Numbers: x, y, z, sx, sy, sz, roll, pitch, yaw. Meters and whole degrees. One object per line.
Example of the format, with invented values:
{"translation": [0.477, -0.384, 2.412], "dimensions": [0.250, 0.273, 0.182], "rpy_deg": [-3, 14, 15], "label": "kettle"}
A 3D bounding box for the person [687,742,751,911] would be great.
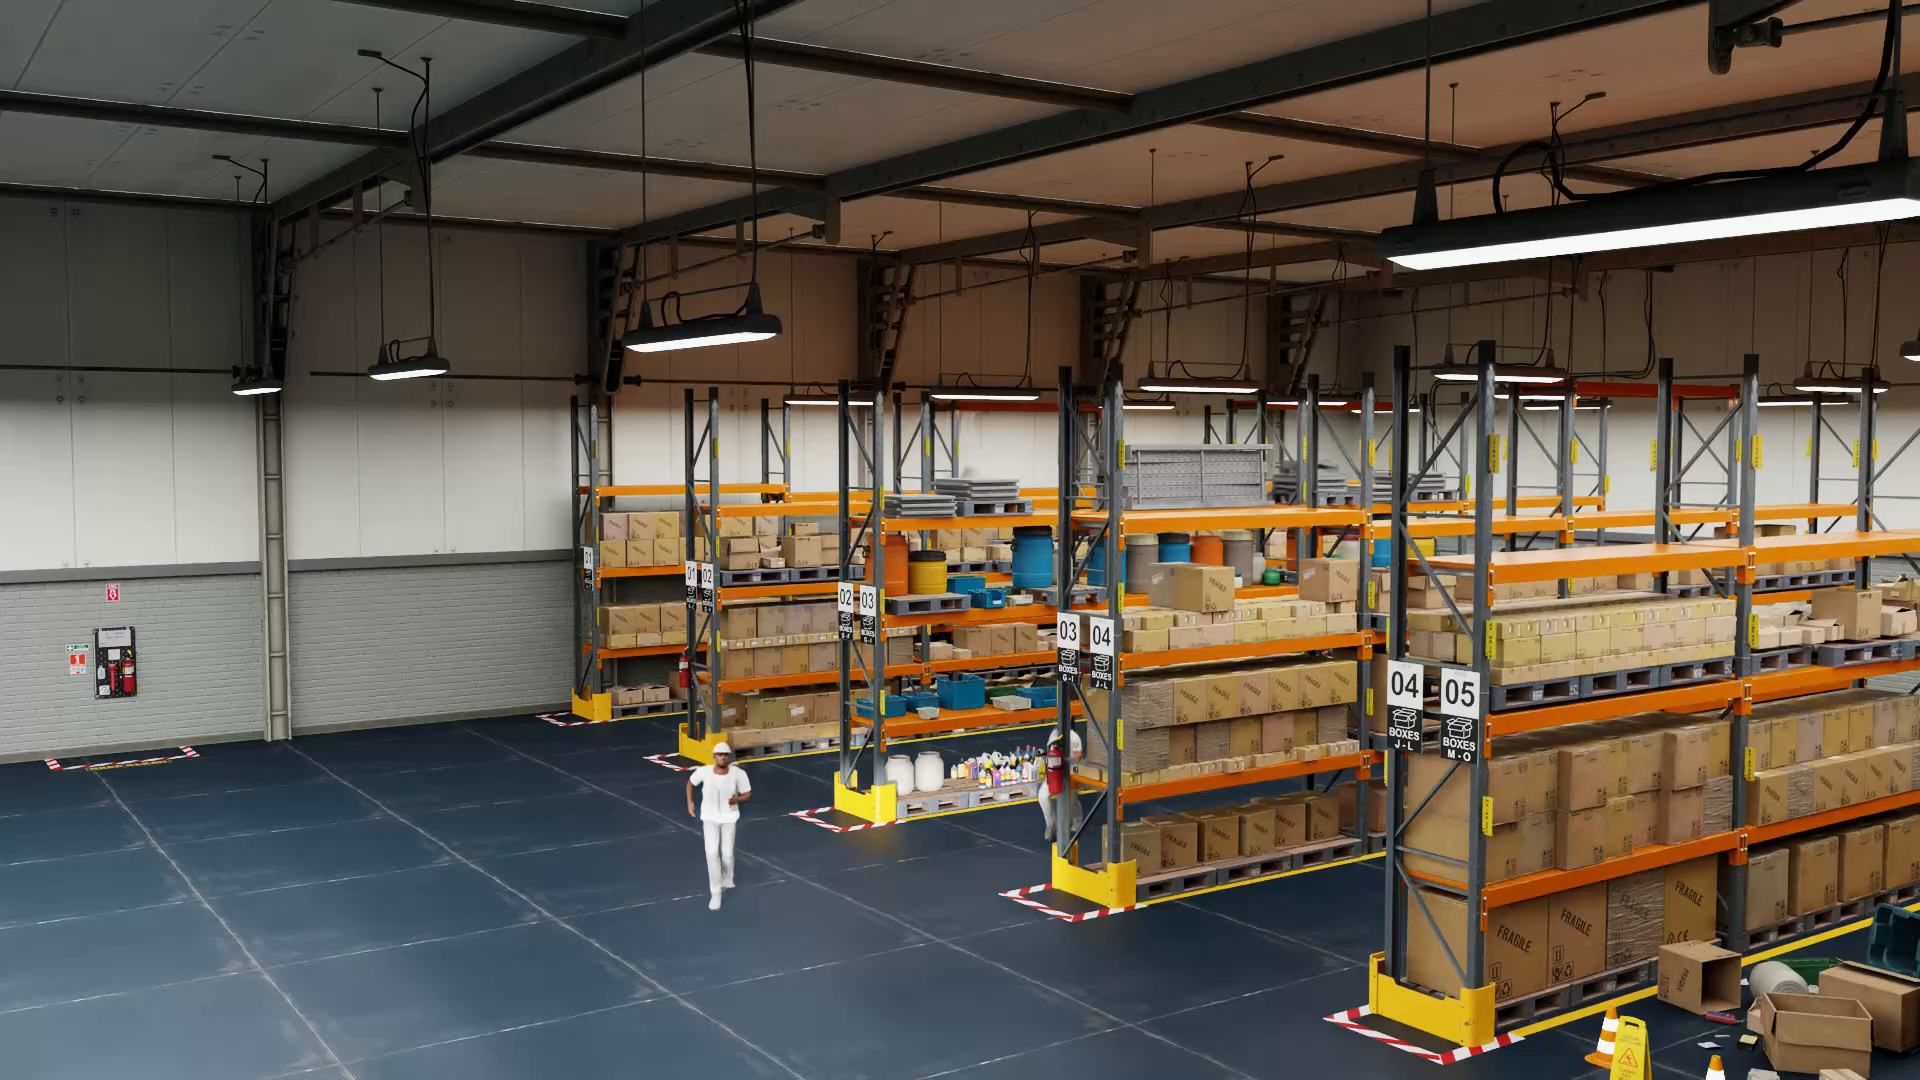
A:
{"translation": [-2.696, 3.166, 18.666], "dimensions": [0.707, 1.794, 0.893], "rpy_deg": [-1, 3, -11], "label": "person"}

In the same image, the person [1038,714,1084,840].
{"translation": [1.374, 3.055, 21.566], "dimensions": [0.585, 1.696, 0.764], "rpy_deg": [3, 4, 37], "label": "person"}
